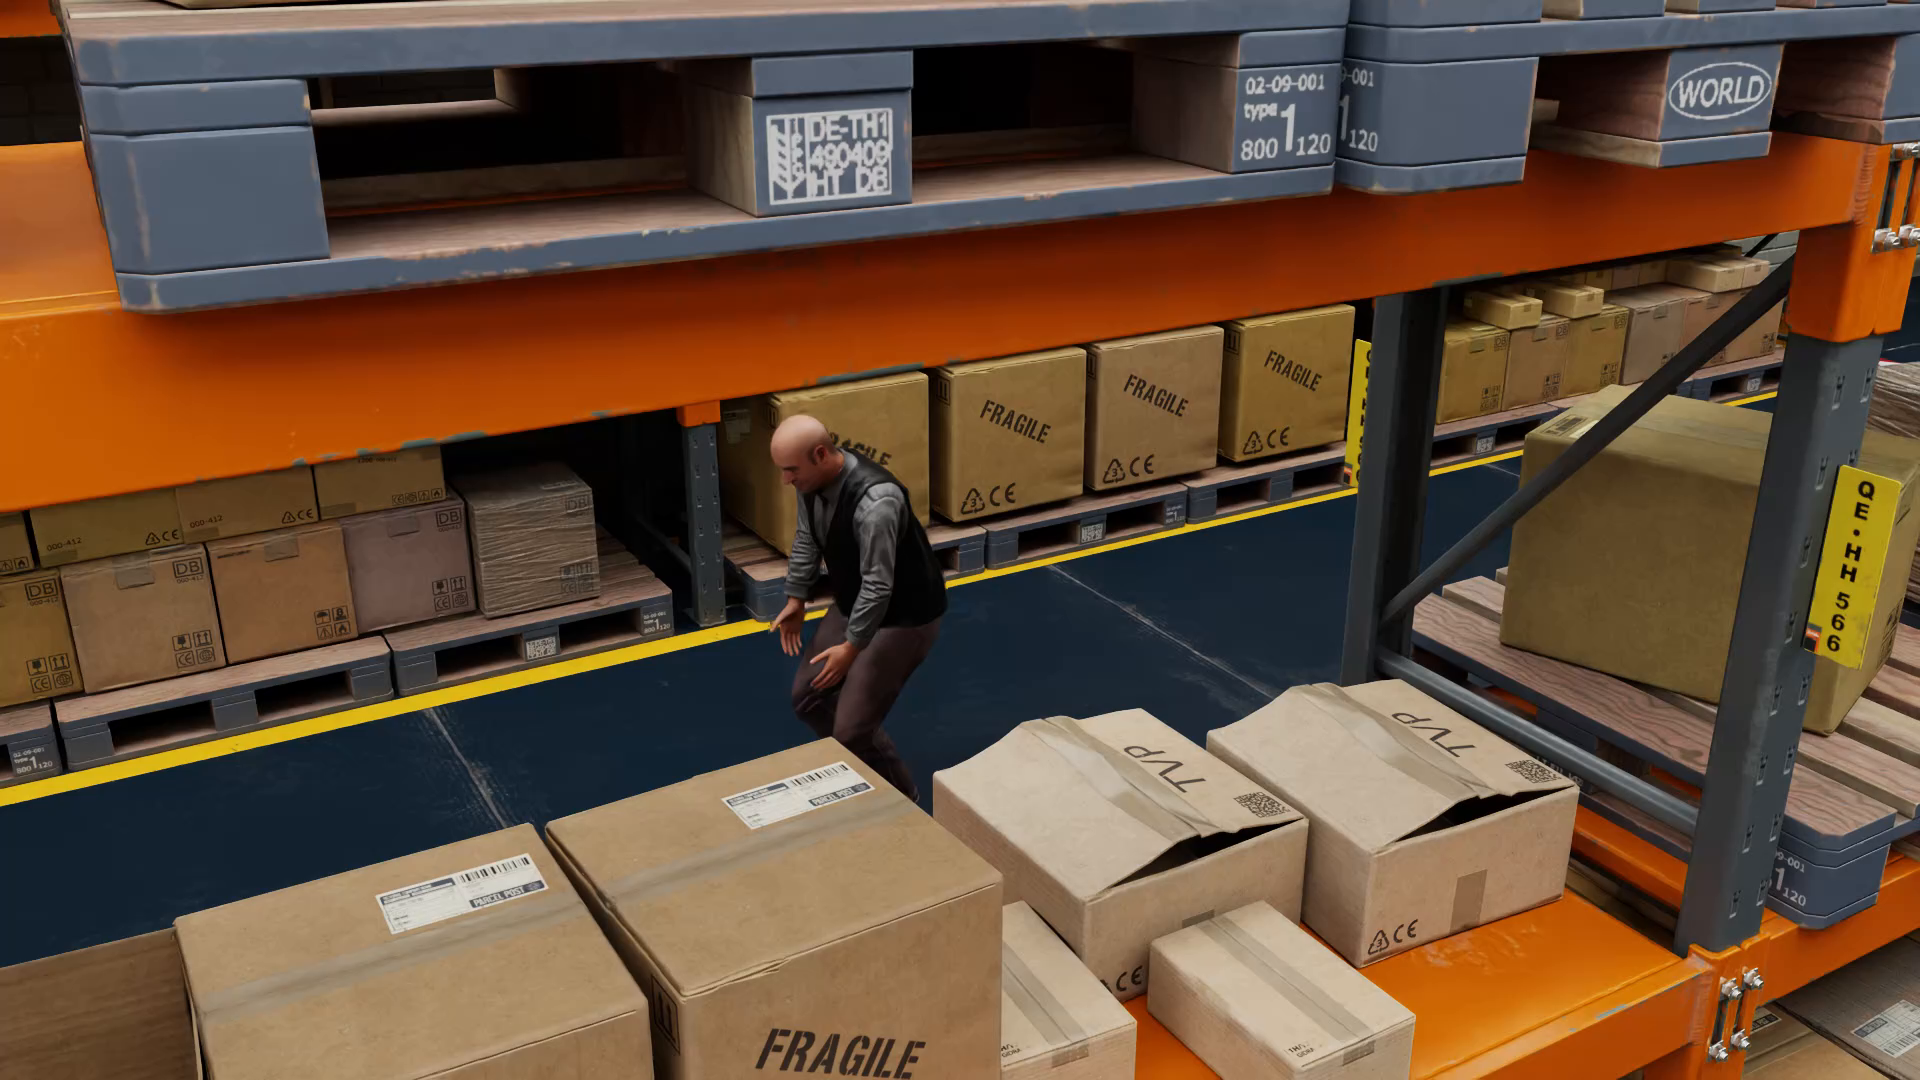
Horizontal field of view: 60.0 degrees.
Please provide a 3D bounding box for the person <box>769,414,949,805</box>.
[{"bbox_3d":[-0.339,0.340,5.702,0.602,1.407,0.586,-12,25,-28],"label":"person"}]
